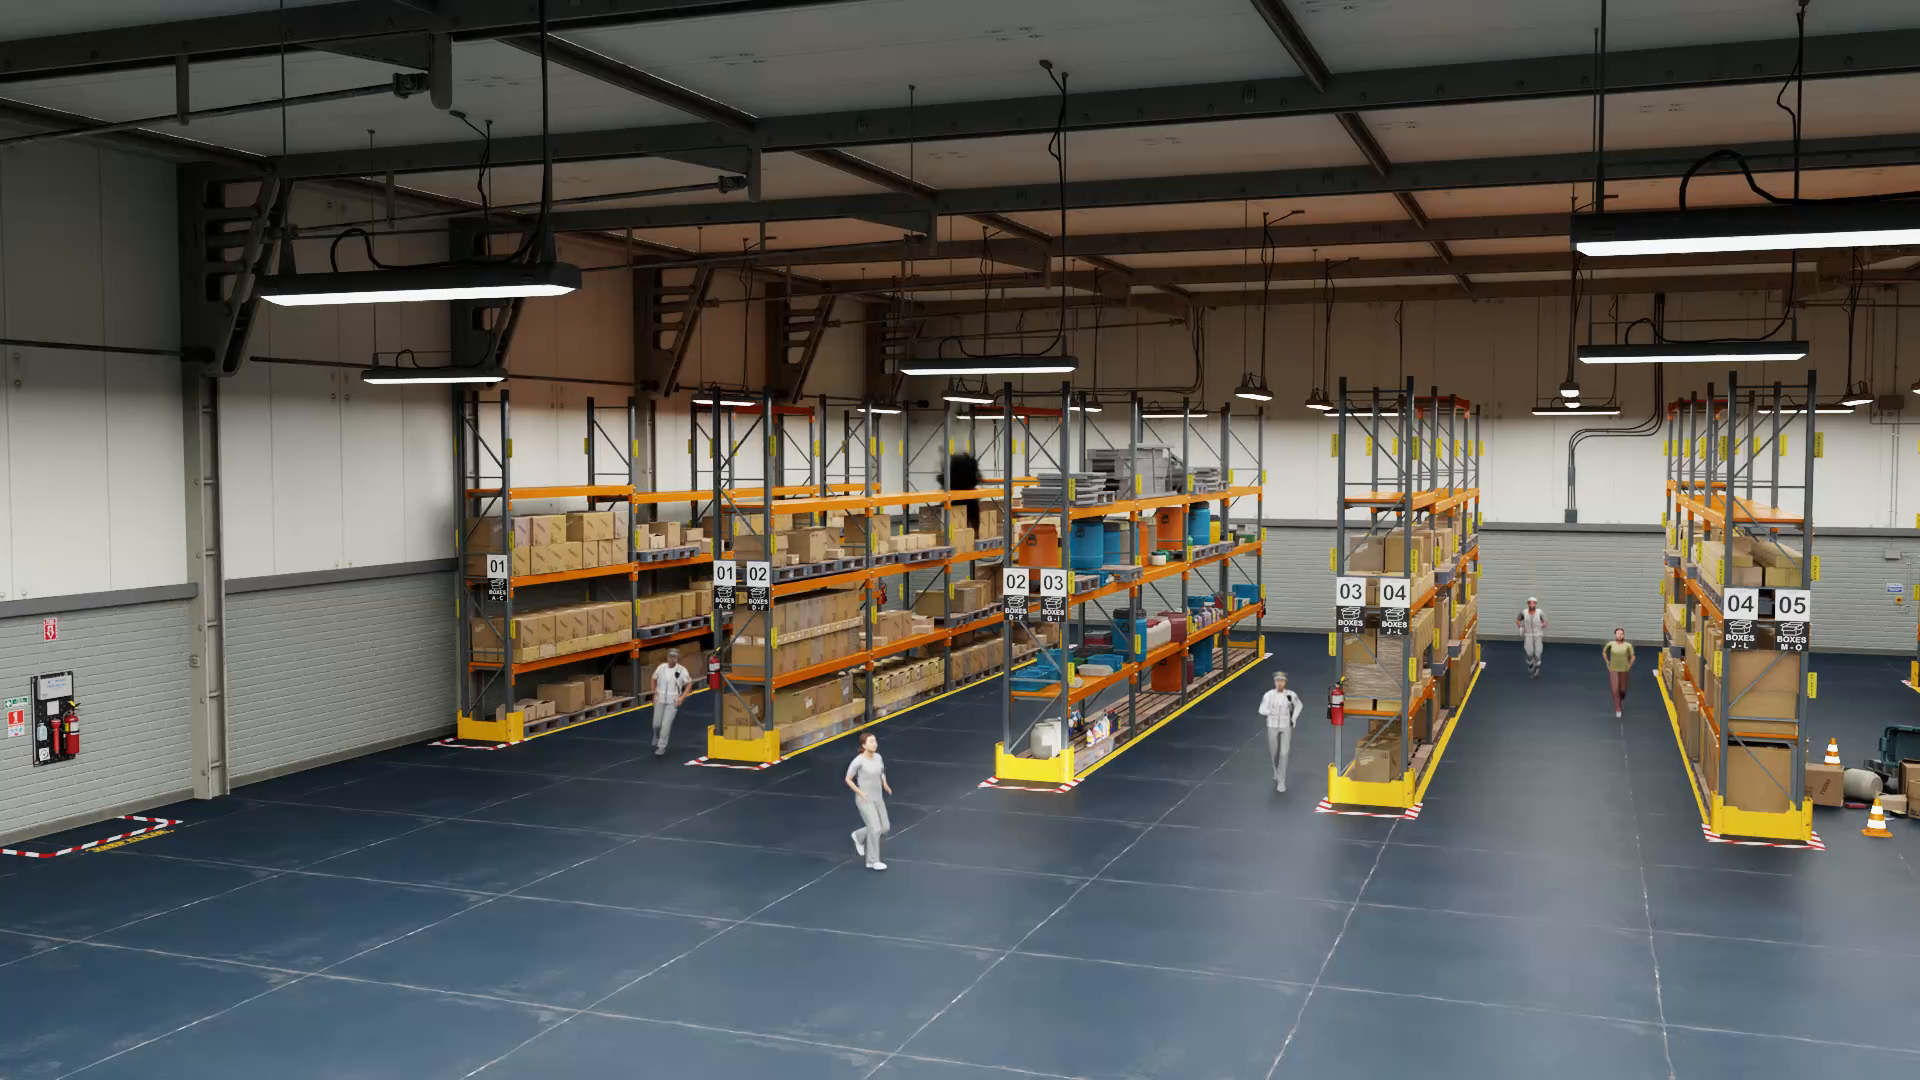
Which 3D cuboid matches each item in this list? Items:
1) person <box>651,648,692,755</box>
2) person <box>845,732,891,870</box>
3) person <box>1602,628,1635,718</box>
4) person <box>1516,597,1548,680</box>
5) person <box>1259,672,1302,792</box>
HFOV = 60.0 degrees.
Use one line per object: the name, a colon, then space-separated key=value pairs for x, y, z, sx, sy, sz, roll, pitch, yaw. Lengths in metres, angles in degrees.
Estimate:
person: x=-4.770 y=2.629 z=27.387 sx=0.720 sy=1.730 sz=0.647 roll=0 pitch=3 yaw=1
person: x=-1.118 y=3.093 z=19.826 sx=0.555 sy=1.626 sz=0.621 roll=-3 pitch=4 yaw=-44
person: x=12.372 y=2.471 z=31.243 sx=0.579 sy=1.657 sz=0.800 roll=1 pitch=3 yaw=20
person: x=12.429 y=2.139 z=36.140 sx=0.646 sy=1.813 sz=0.693 roll=1 pitch=3 yaw=16
person: x=4.712 y=2.783 z=24.483 sx=0.613 sy=1.701 sz=0.867 roll=1 pitch=3 yaw=15
